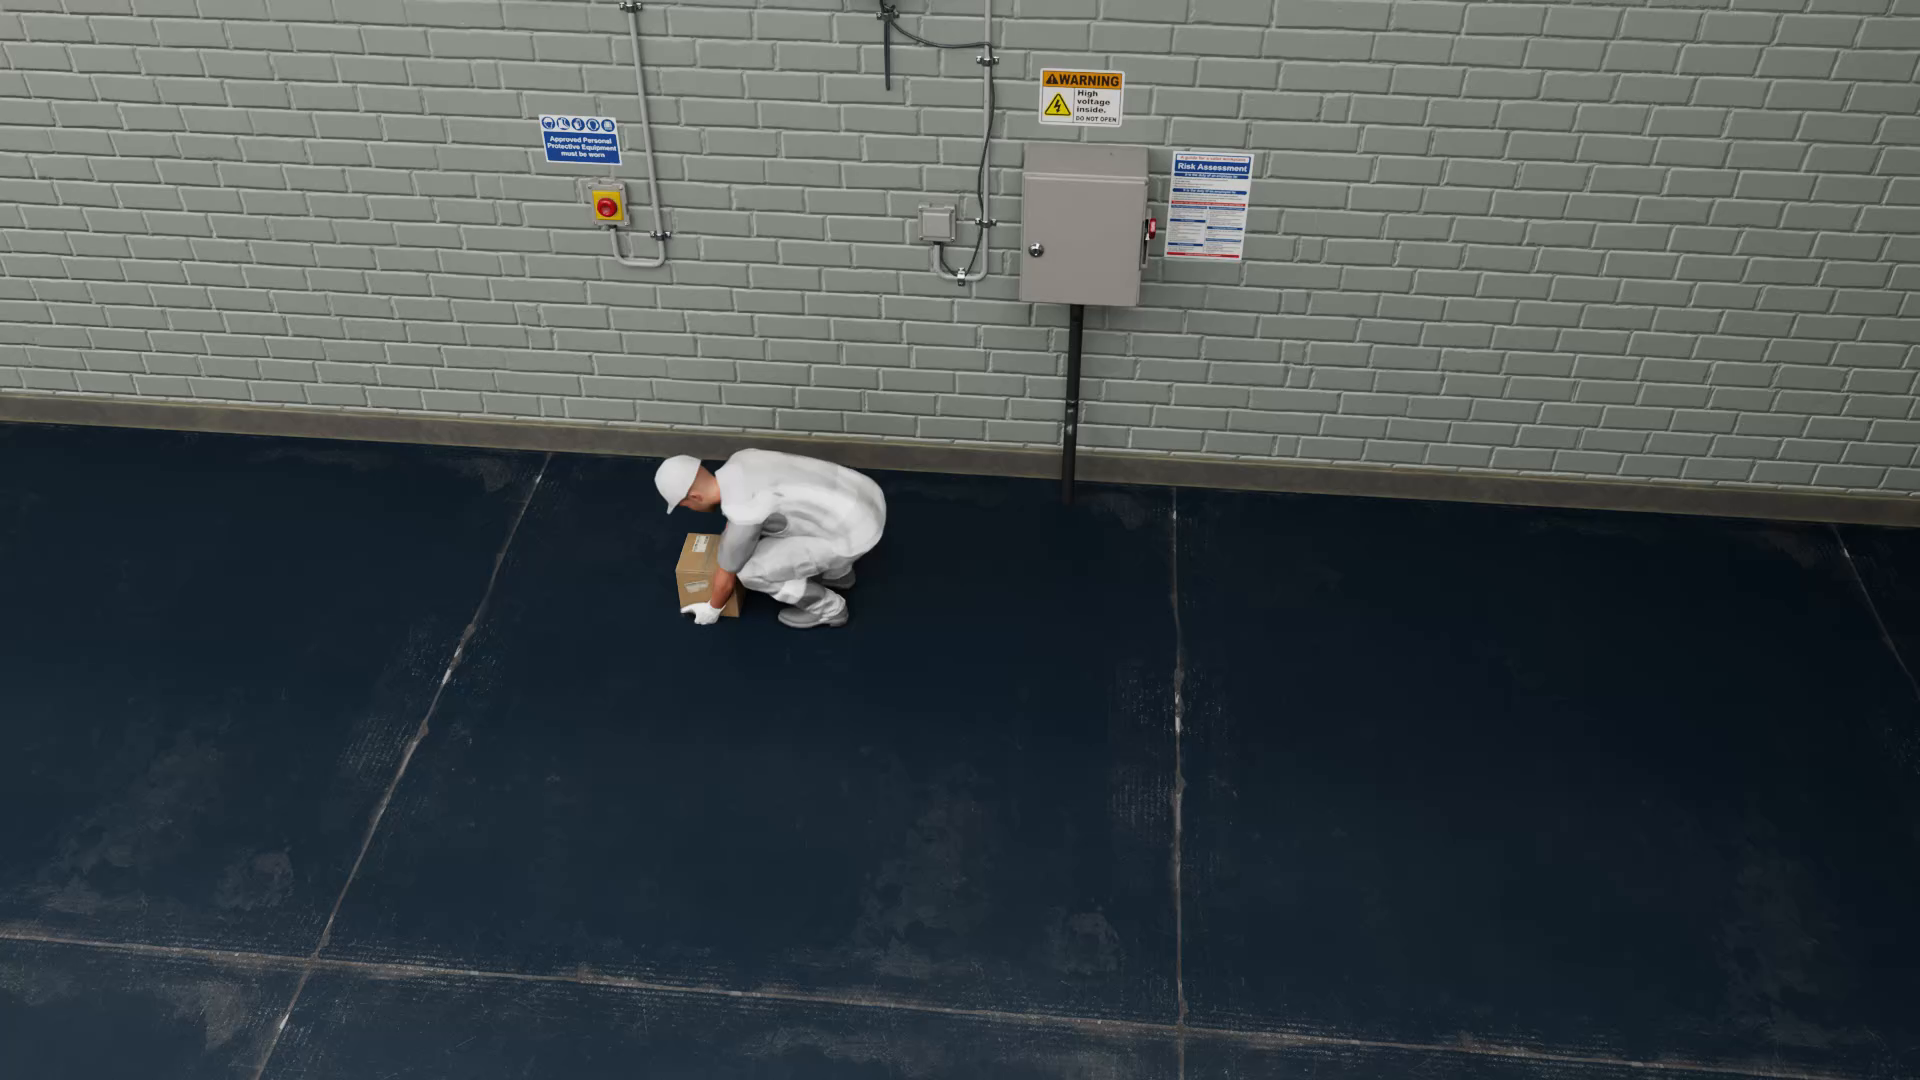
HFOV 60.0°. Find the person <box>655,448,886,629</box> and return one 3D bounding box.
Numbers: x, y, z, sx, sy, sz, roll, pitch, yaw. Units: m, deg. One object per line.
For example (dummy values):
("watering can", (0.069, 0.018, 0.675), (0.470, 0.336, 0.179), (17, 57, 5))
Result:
("person", (-0.774, -0.009, 6.998), (0.931, 0.861, 0.543), (3, 40, 3))
